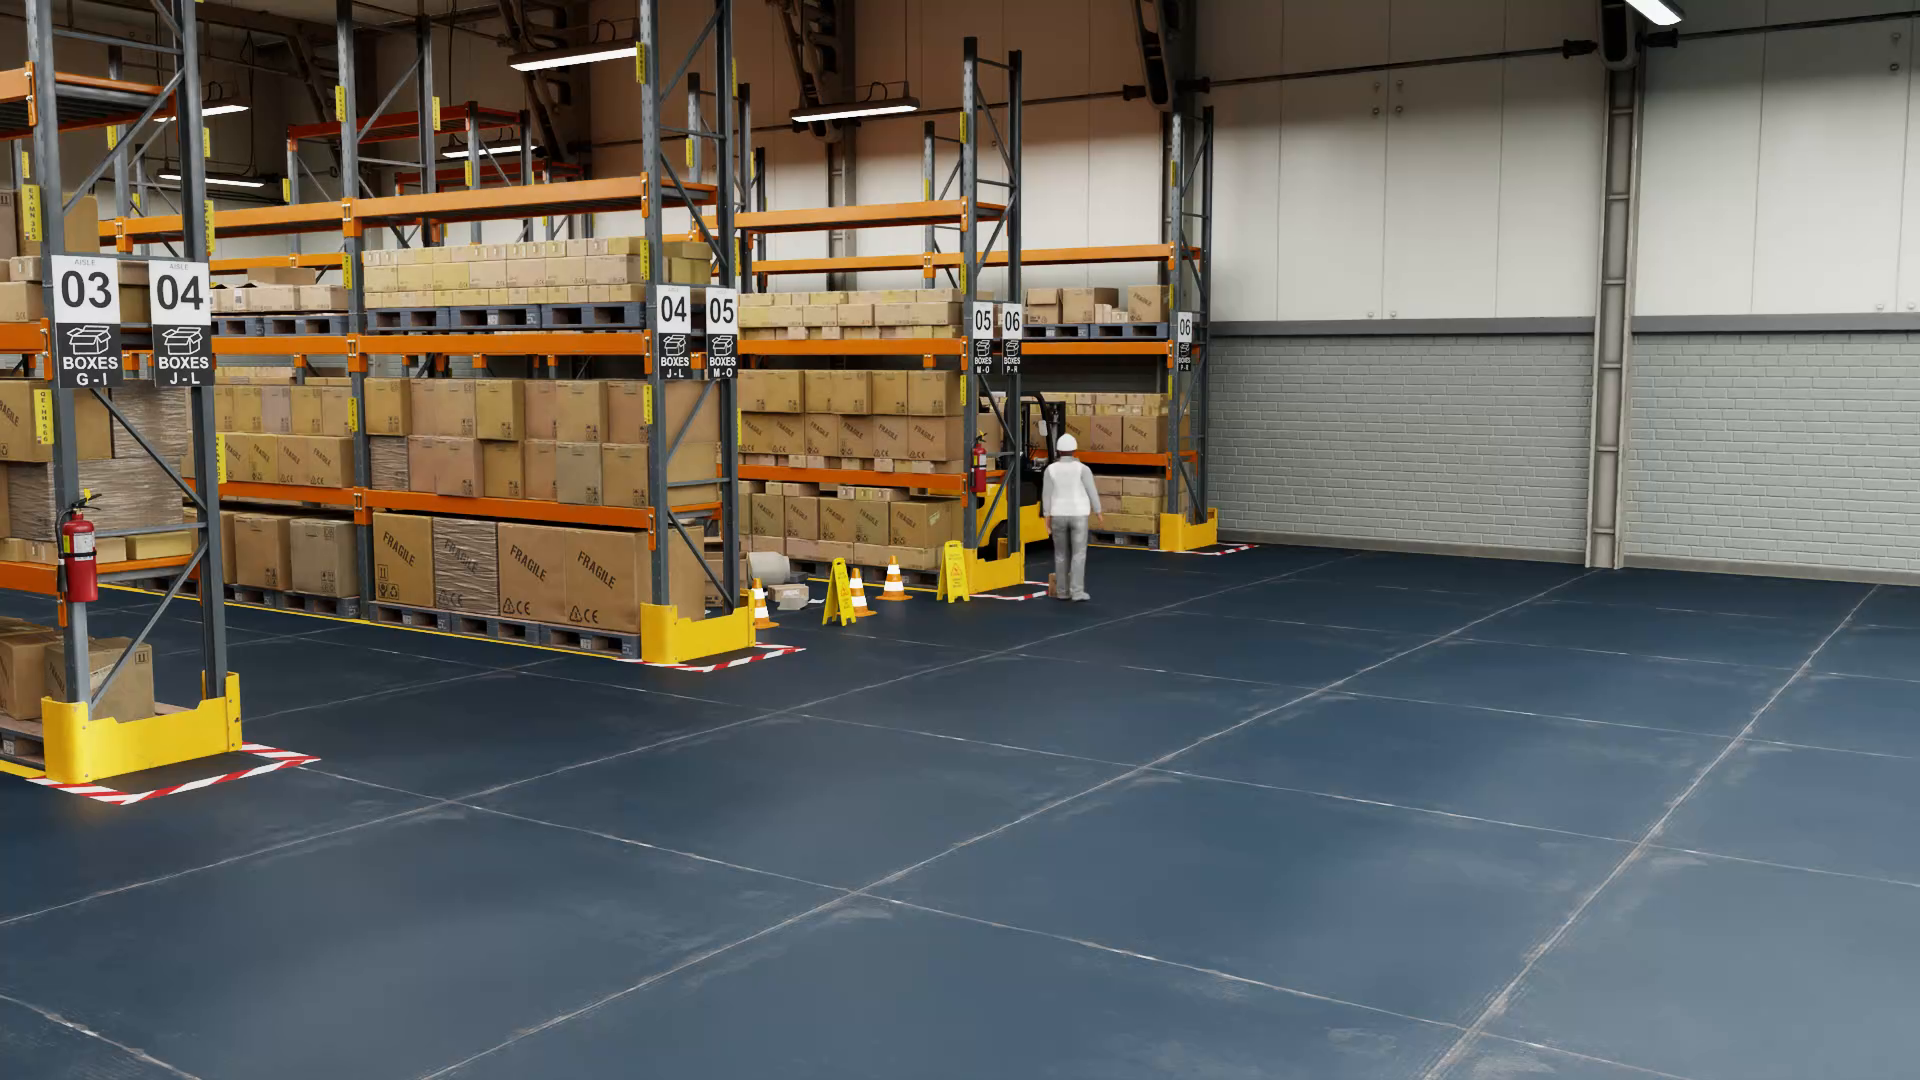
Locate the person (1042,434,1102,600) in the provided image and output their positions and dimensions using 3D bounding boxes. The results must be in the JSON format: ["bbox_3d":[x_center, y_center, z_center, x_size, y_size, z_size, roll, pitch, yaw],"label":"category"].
[{"bbox_3d":[1.204,-0.244,17.772,0.616,1.789,0.447,2,6,15],"label":"person"}]
